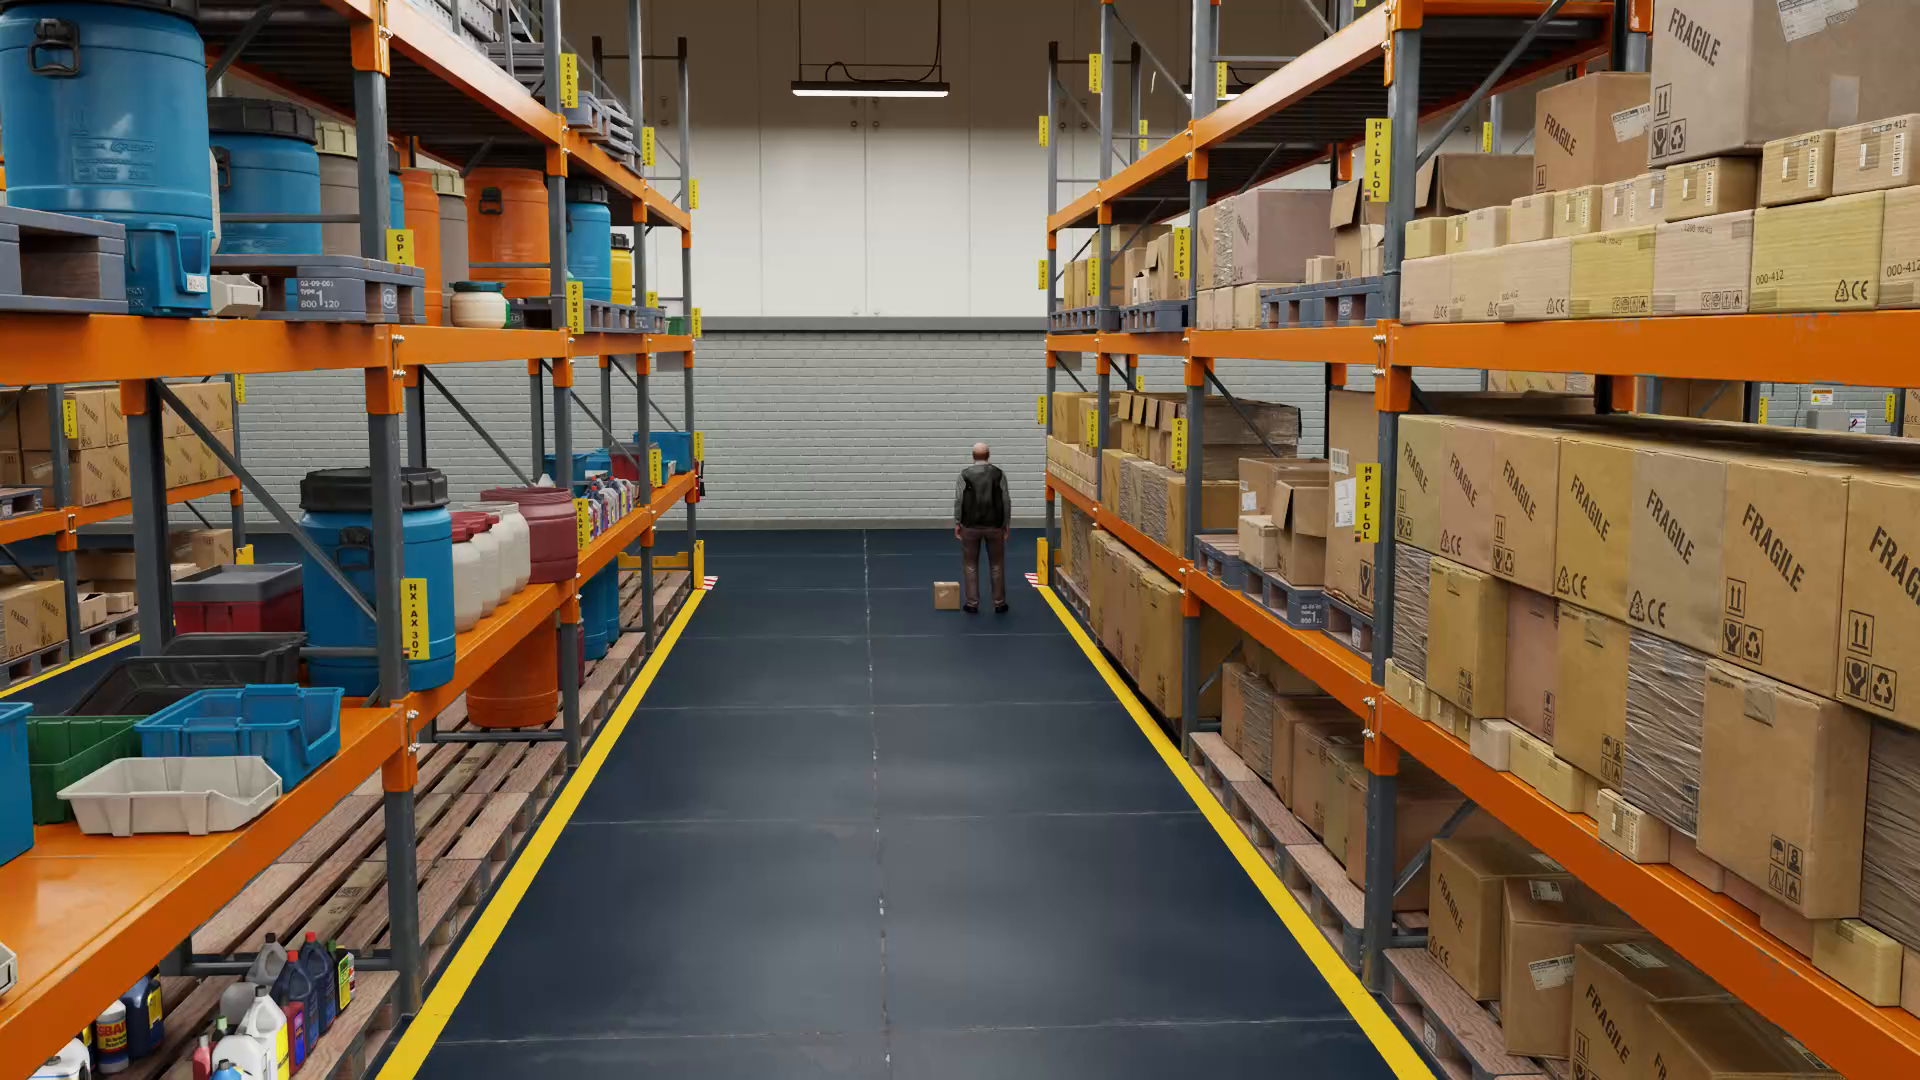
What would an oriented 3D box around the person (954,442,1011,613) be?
[{"bbox_3d":[0.232,-0.125,16.890,0.580,1.722,0.416,0,7,-4],"label":"person"}]
